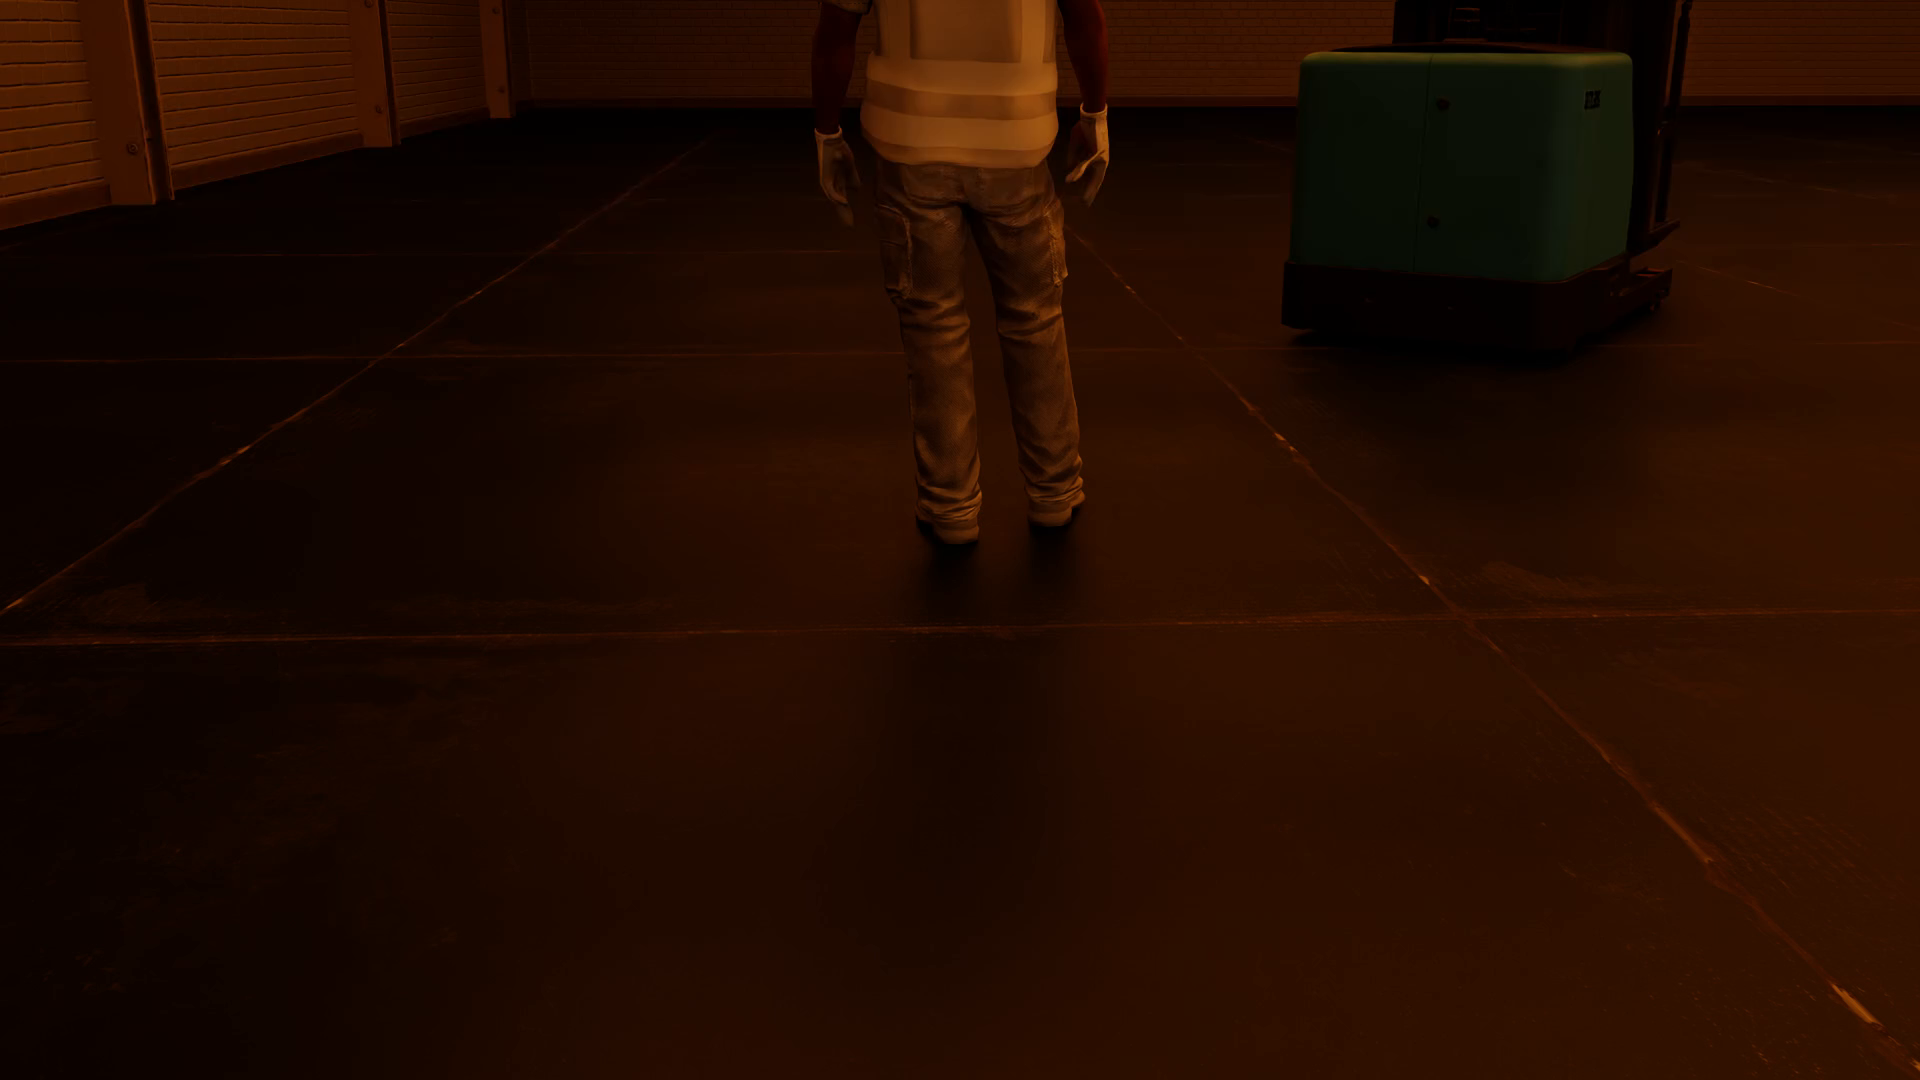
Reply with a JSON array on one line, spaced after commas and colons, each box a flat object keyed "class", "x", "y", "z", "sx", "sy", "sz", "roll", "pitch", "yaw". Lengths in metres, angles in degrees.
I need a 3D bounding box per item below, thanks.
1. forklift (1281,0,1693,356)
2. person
[{"class": "forklift", "x": 2.460, "y": -2.442, "z": 6.890, "sx": 1.130, "sy": 2.935, "sz": 3.031, "roll": 11, "pitch": 20, "yaw": 31}, {"class": "person", "x": 0.004, "y": -0.880, "z": 3.725, "sx": 0.656, "sy": 1.784, "sz": 0.575, "roll": -1, "pitch": 17, "yaw": -3}]
